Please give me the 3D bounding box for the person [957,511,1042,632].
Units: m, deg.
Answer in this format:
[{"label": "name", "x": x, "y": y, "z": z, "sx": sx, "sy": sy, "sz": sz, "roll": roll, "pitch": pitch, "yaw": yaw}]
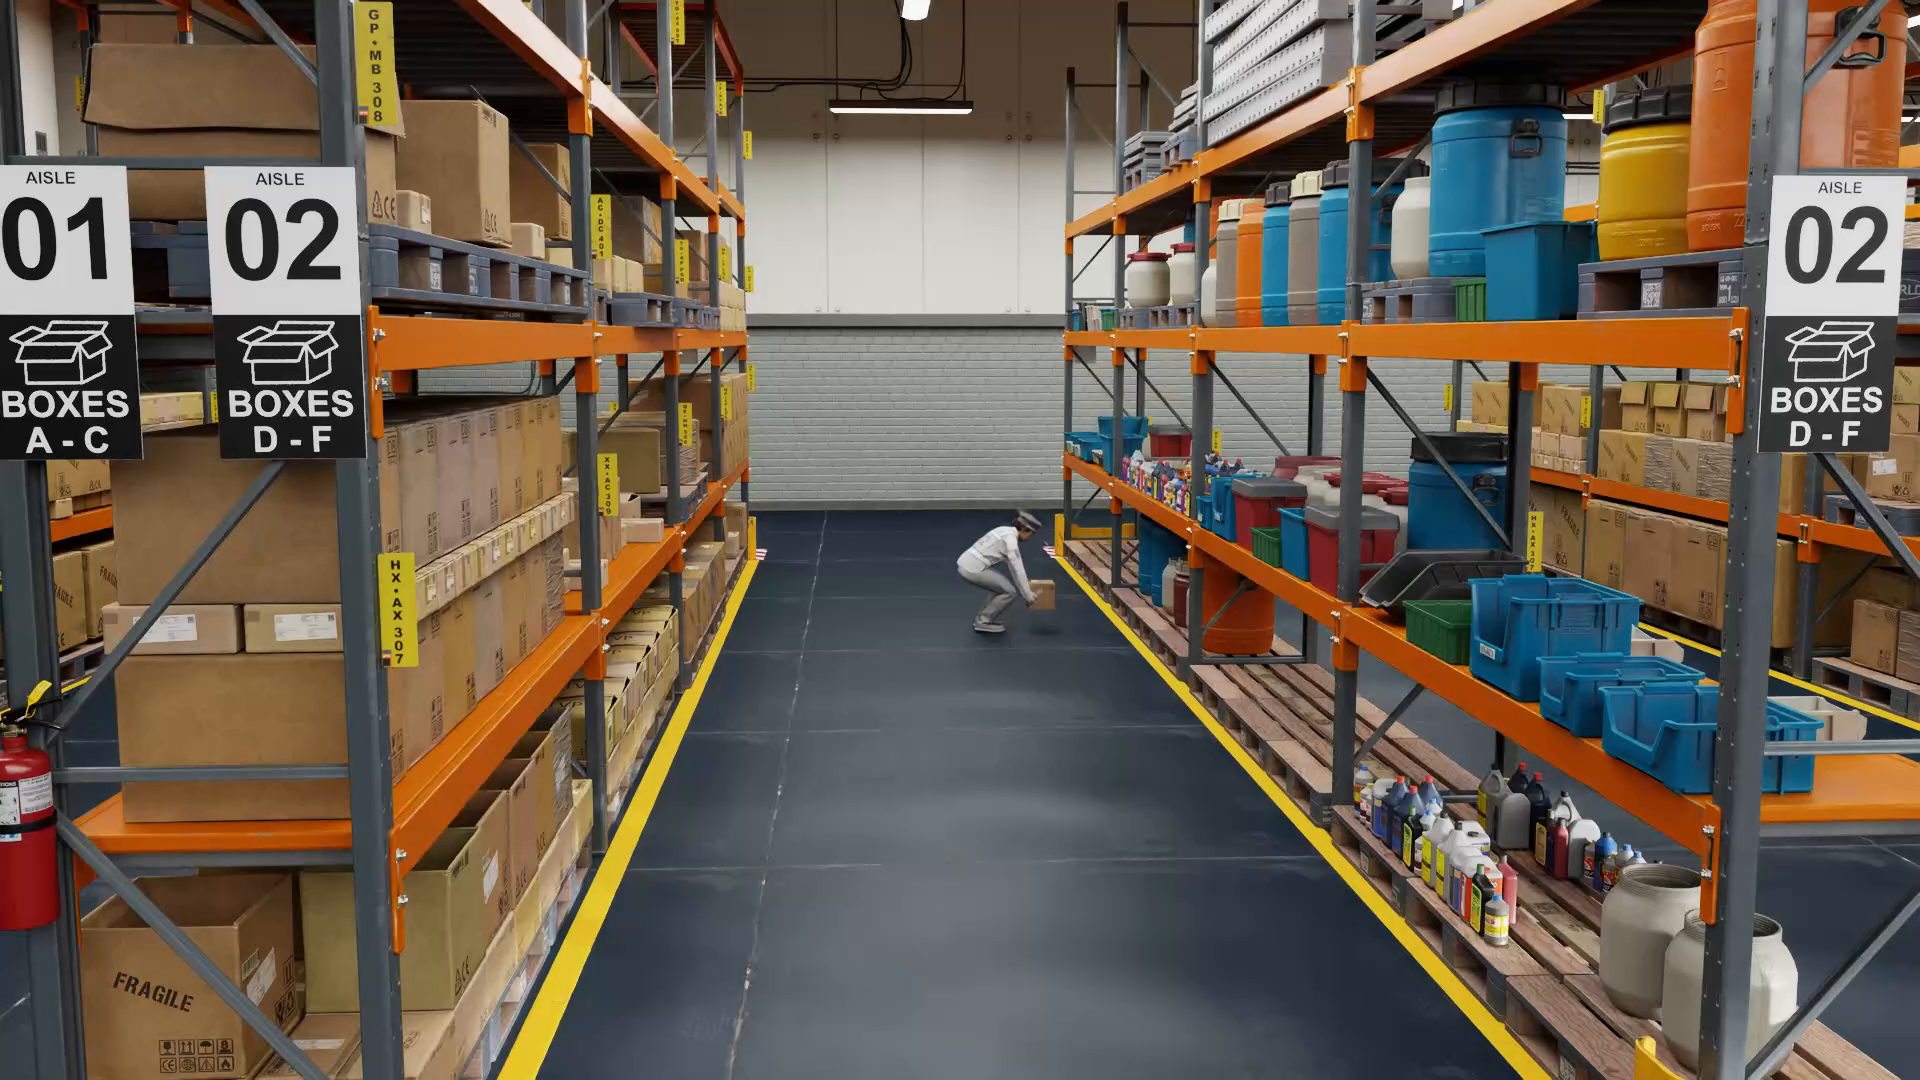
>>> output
[{"label": "person", "x": 0.373, "y": 0.291, "z": 15.652, "sx": 0.808, "sy": 1.116, "sz": 0.512, "roll": 0, "pitch": 7, "yaw": -4}]
